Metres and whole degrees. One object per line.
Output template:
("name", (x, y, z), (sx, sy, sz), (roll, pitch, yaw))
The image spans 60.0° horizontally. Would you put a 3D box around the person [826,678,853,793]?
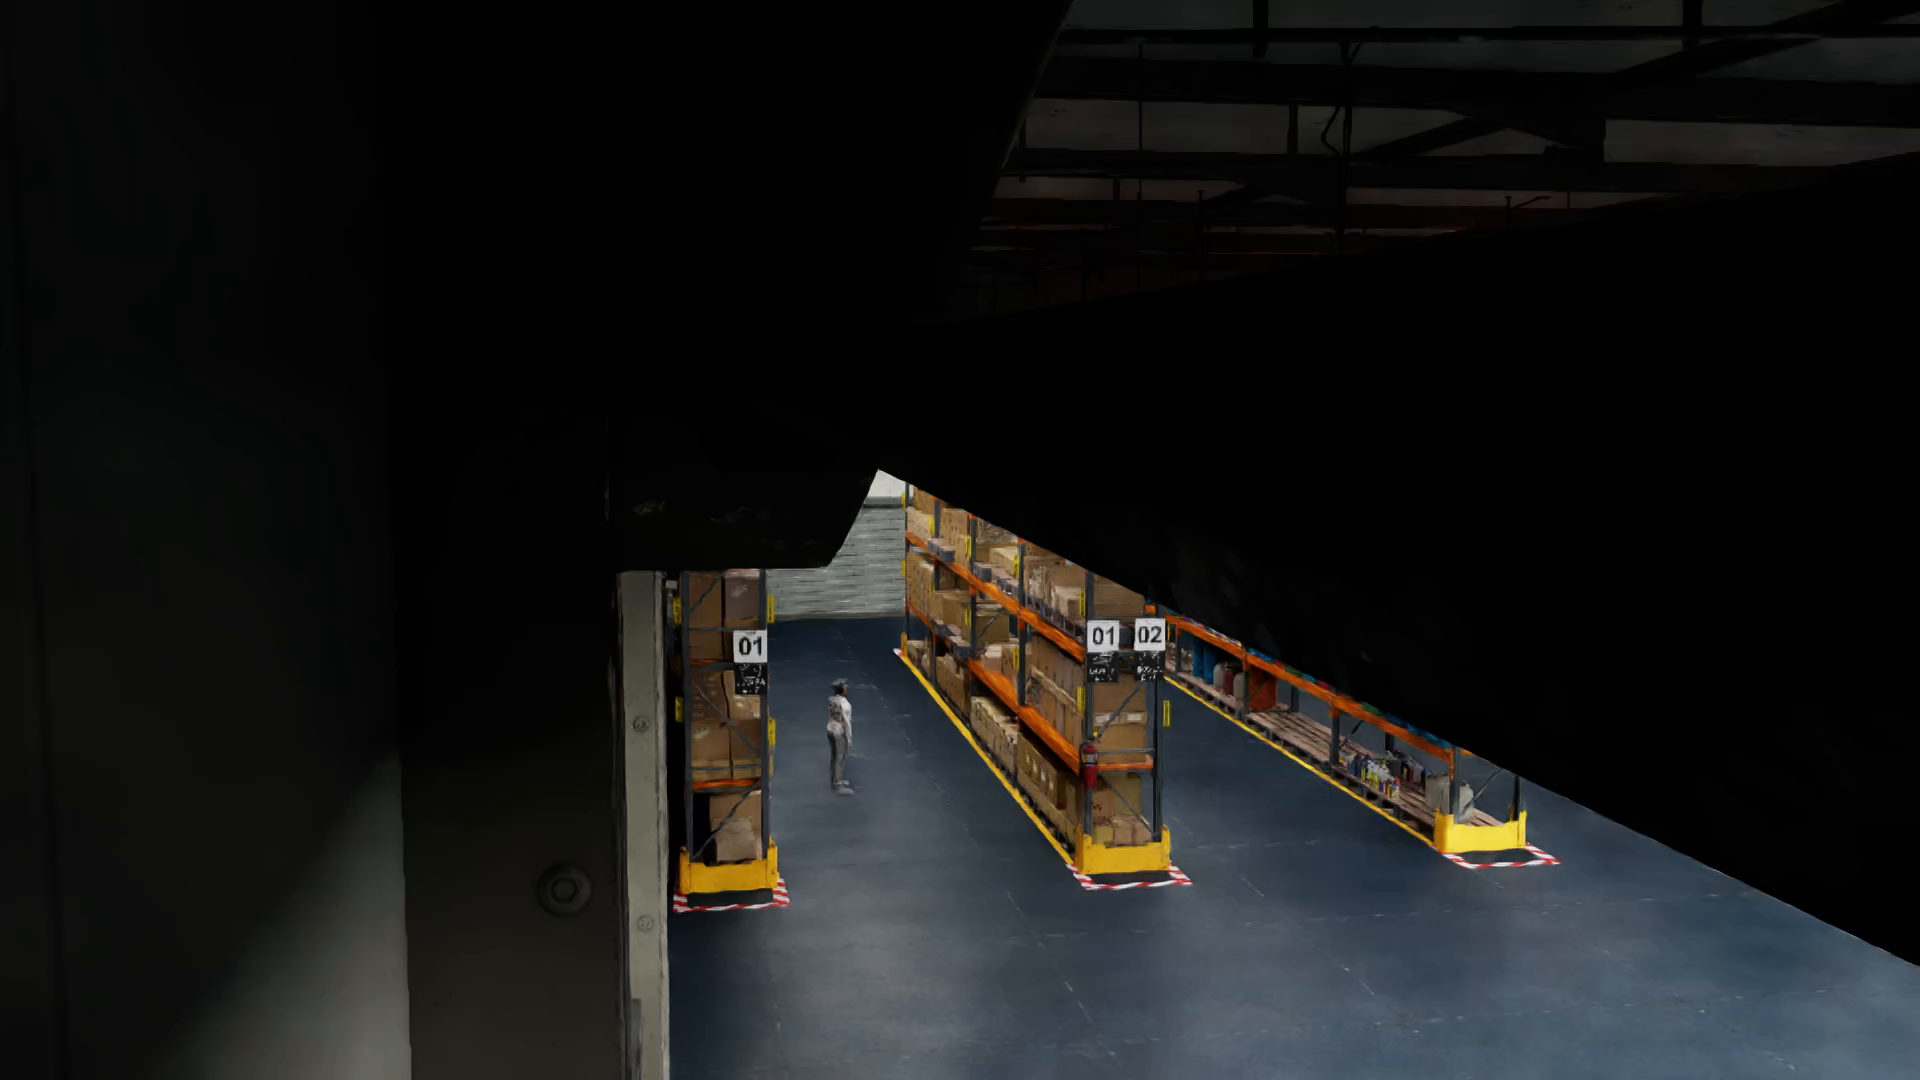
("person", (-1.771, 2.906, 24.871), (0.433, 1.684, 0.553), (-5, 7, -37))
